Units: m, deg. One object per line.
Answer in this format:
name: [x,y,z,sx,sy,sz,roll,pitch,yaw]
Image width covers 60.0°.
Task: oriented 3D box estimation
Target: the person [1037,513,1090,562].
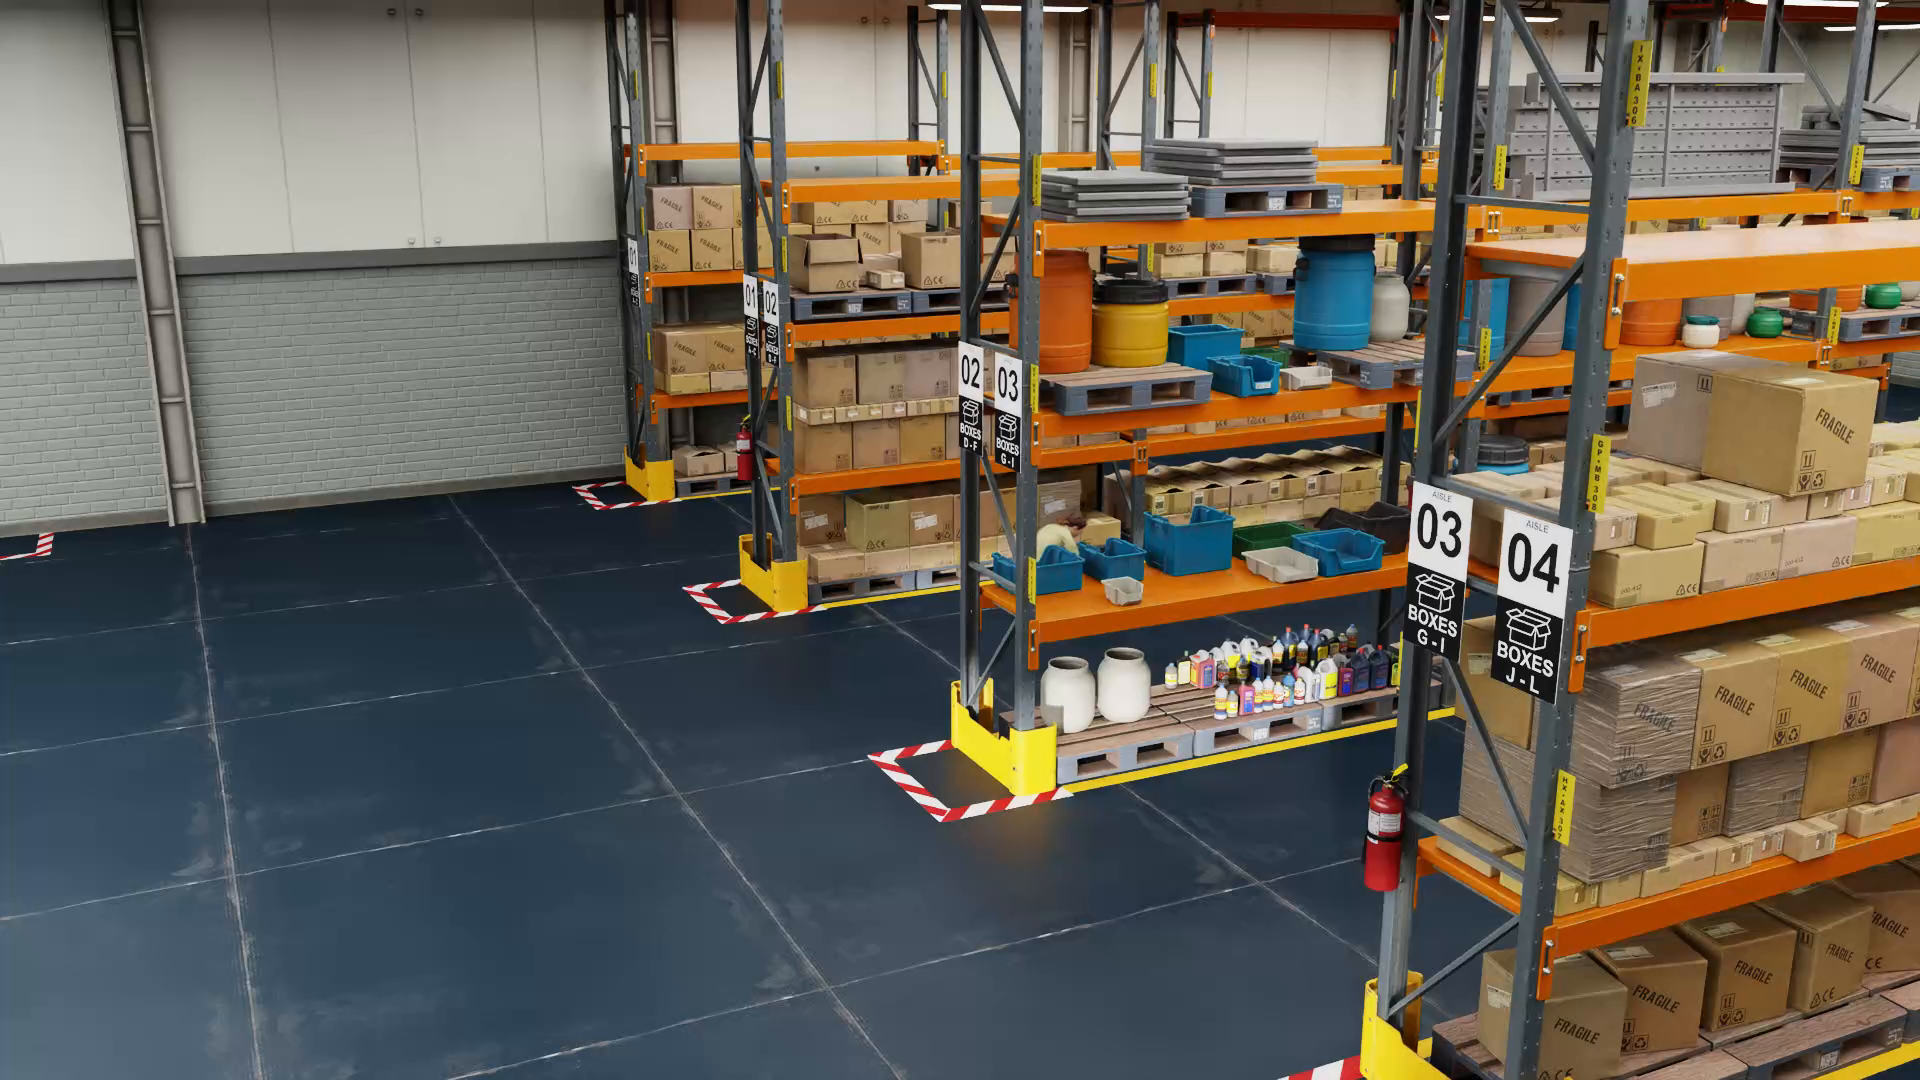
person: [0.924,0.224,16.389,0.837,0.926,0.462,-8,17,-26]
